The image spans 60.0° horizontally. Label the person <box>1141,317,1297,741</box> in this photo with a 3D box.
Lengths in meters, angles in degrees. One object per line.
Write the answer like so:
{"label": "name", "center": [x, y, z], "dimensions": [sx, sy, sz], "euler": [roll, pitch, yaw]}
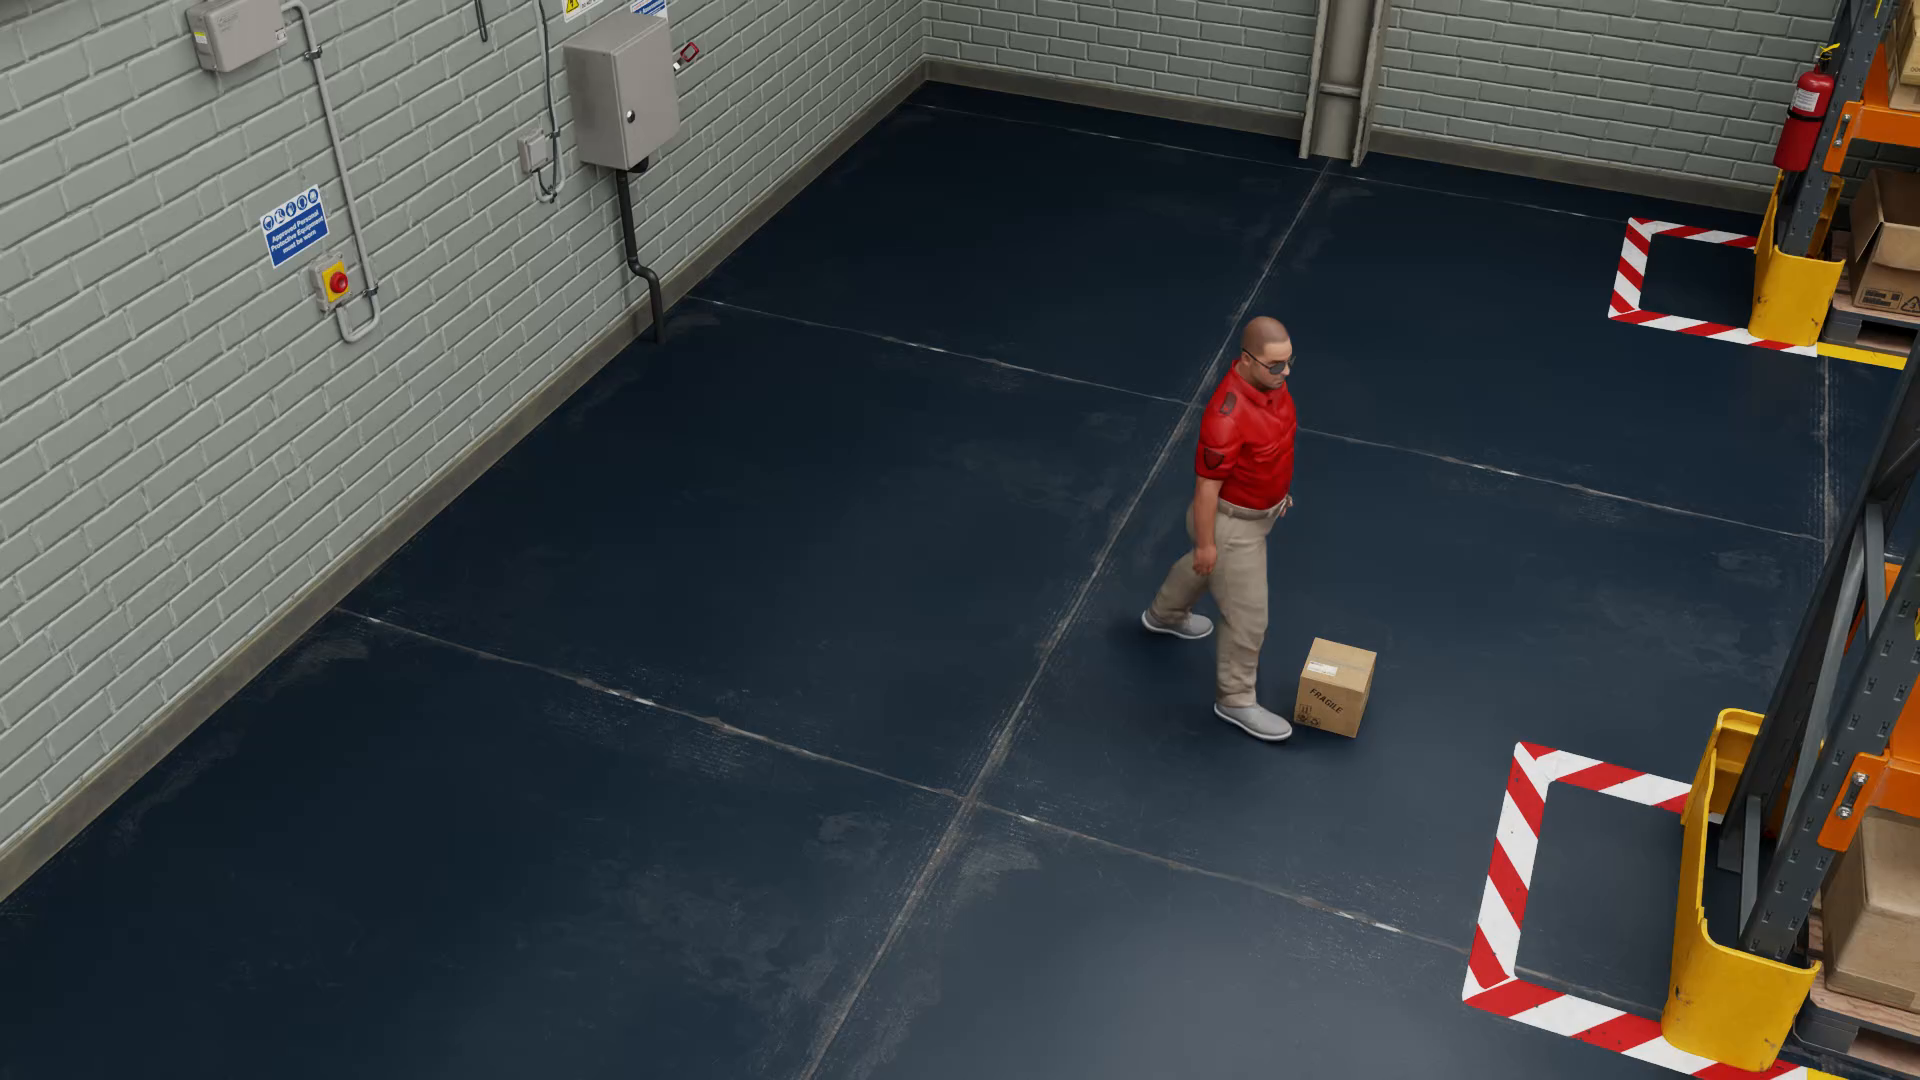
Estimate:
{"label": "person", "center": [1.058, -0.115, 6.337], "dimensions": [0.768, 1.730, 0.615], "euler": [16, 40, 20]}
